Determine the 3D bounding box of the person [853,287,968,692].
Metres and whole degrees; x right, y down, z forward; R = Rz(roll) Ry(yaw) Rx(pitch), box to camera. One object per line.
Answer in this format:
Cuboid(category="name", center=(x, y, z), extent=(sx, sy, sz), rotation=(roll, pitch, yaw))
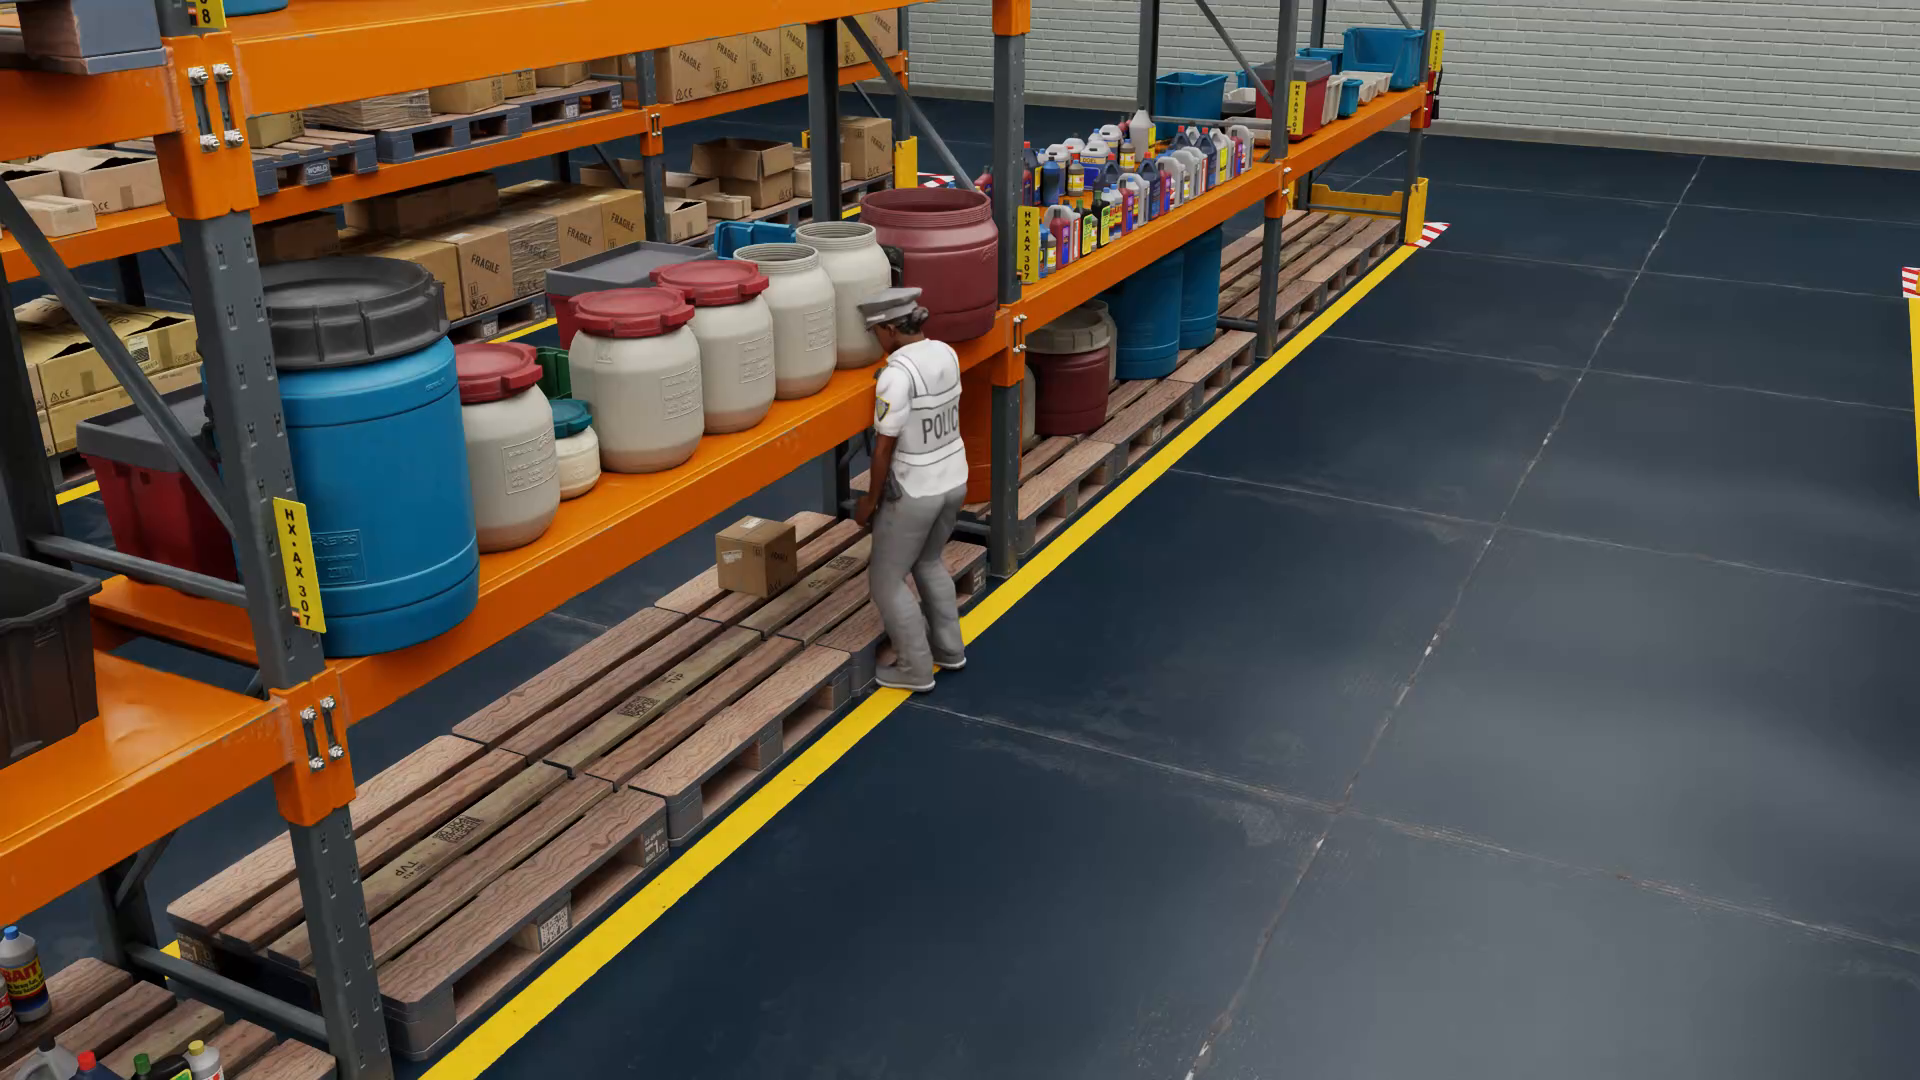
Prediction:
Cuboid(category="person", center=(-0.198, -0.188, 6.590), extent=(0.409, 1.637, 0.450), rotation=(14, 27, 30))
